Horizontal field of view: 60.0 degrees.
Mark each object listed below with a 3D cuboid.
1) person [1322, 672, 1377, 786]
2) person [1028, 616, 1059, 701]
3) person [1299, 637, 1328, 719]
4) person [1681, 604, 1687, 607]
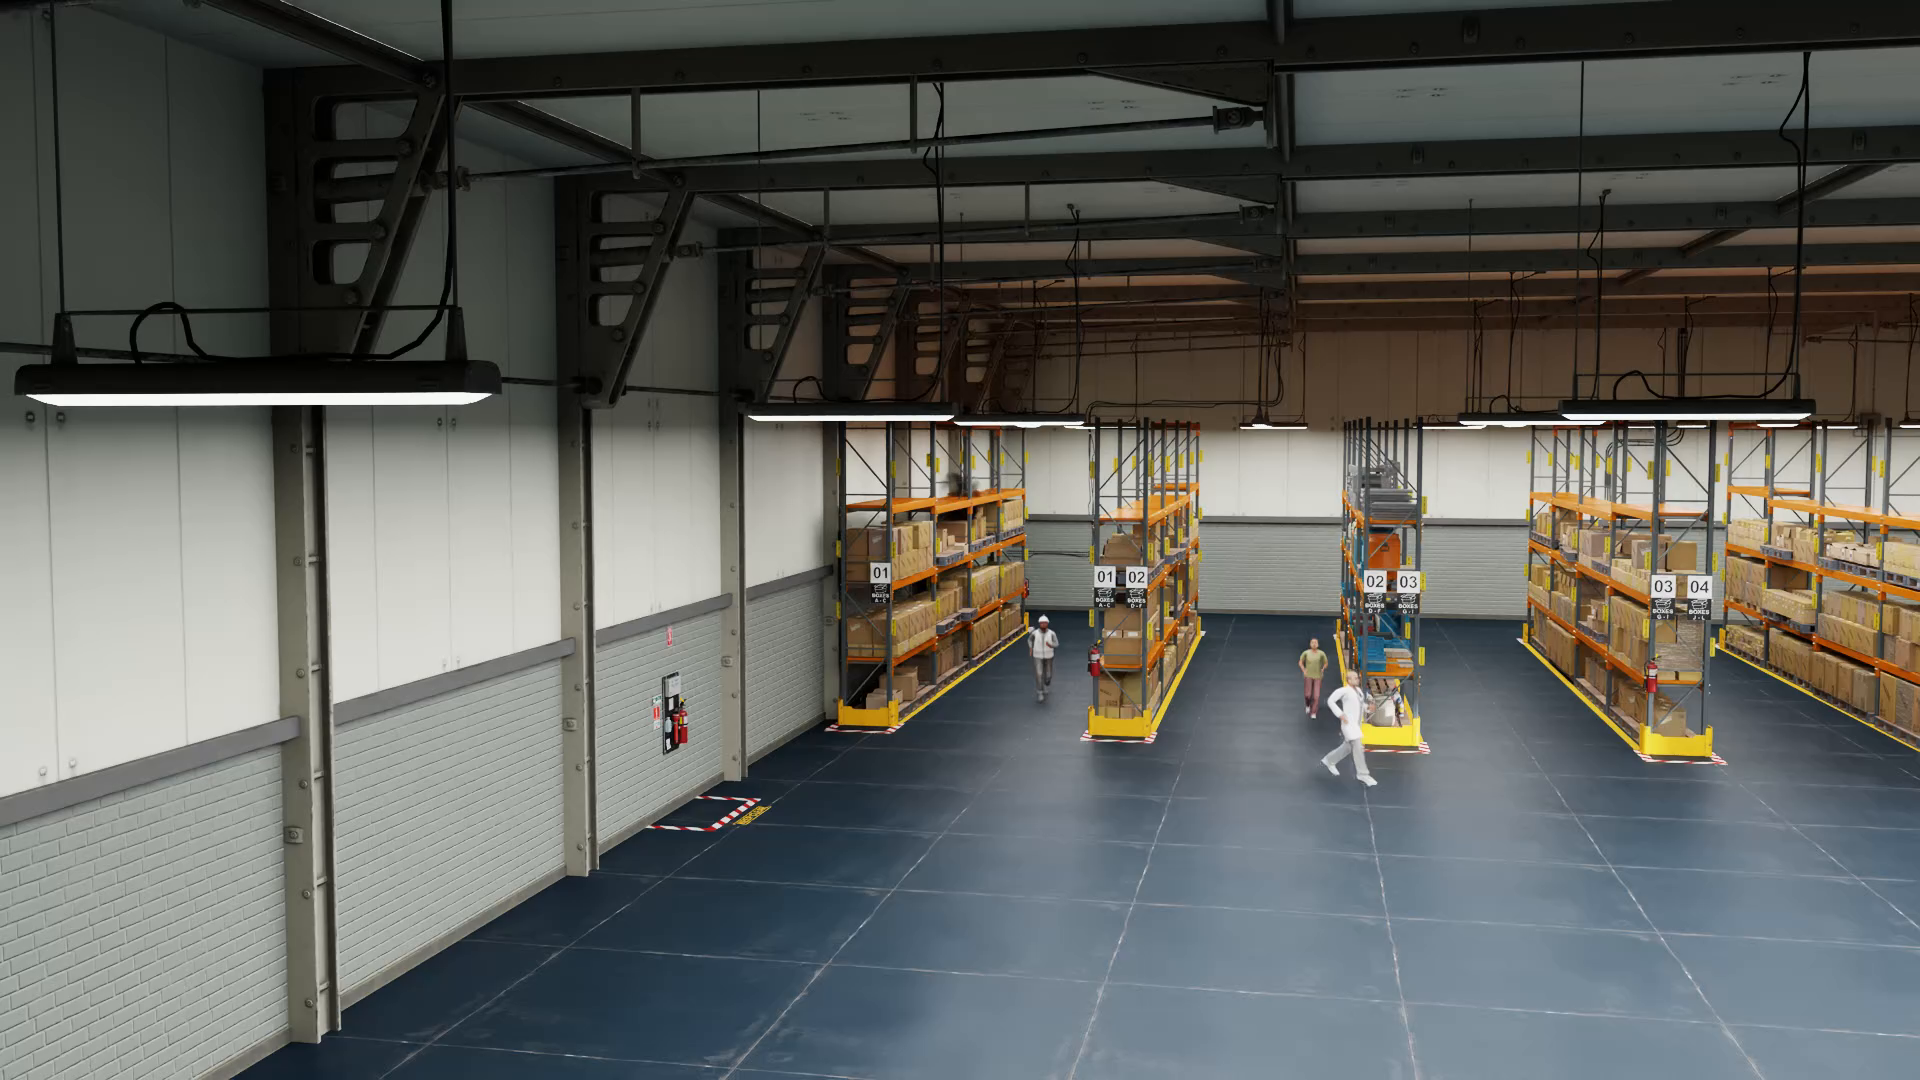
[{"bbox_3d":[6.387,3.053,27.221,1.040,1.805,0.690,3,5,39],"label":"person"},{"bbox_3d":[1.782,2.506,35.542,0.654,1.760,0.968,0,4,0],"label":"person"},{"bbox_3d":[7.063,2.752,33.210,0.576,1.622,0.557,1,4,10],"label":"person"},{"bbox_3d":[18.747,2.094,43.229,0.609,1.643,0.649,1,4,22],"label":"person"}]
